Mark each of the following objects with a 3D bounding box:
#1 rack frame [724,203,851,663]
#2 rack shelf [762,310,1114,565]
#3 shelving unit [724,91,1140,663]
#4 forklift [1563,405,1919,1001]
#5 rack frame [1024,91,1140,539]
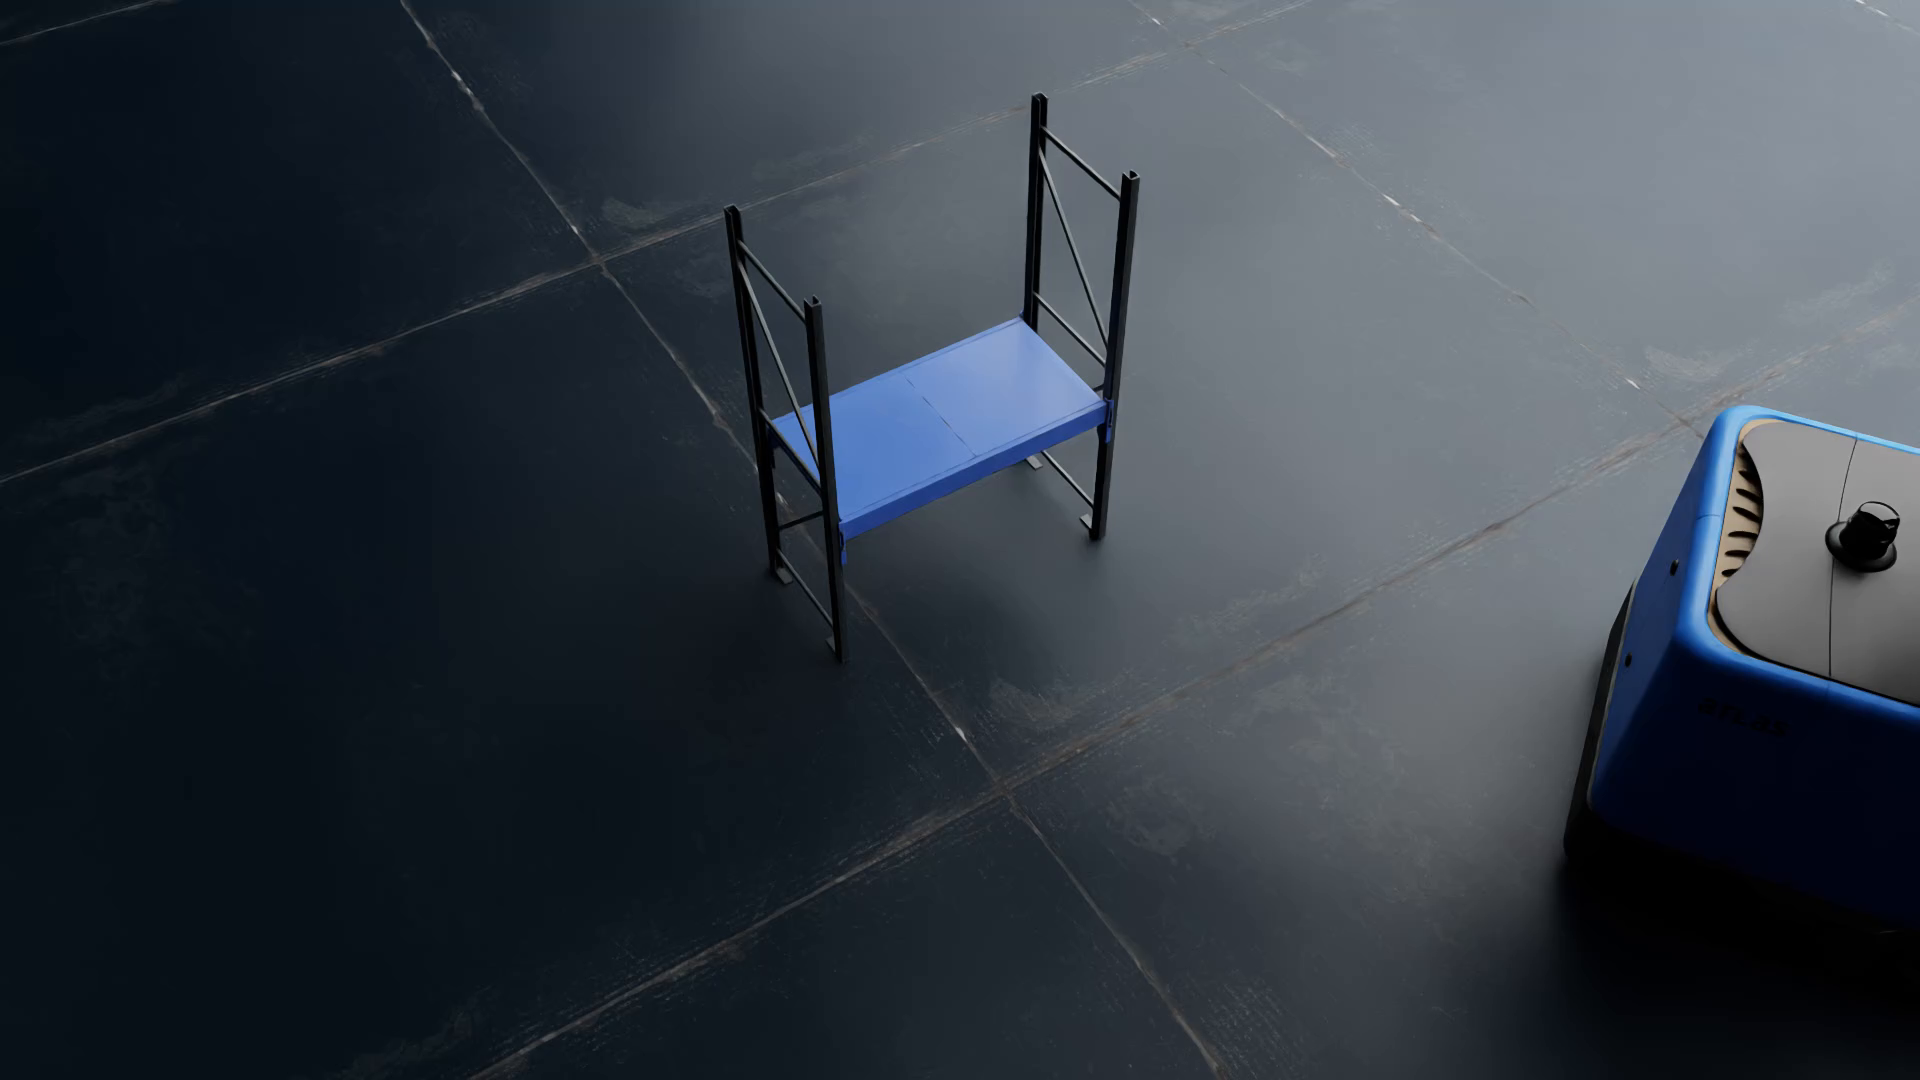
[{"bbox_3d":[-0.502,-0.262,4.979,0.032,1.500,0.500,-25,53,-21],"label":"rack frame"},{"bbox_3d":[-0.072,-0.345,5.294,1.000,0.185,0.538,-25,53,-21],"label":"rack shelf"},{"bbox_3d":[-0.072,-0.465,5.160,1.048,1.500,0.538,-25,53,-21],"label":"shelving unit"},{"bbox_3d":[3.326,0.112,3.688,3.031,2.935,1.130,18,51,15],"label":"forklift"},{"bbox_3d":[0.358,-0.667,5.340,0.032,1.500,0.500,-25,53,-21],"label":"rack frame"}]
